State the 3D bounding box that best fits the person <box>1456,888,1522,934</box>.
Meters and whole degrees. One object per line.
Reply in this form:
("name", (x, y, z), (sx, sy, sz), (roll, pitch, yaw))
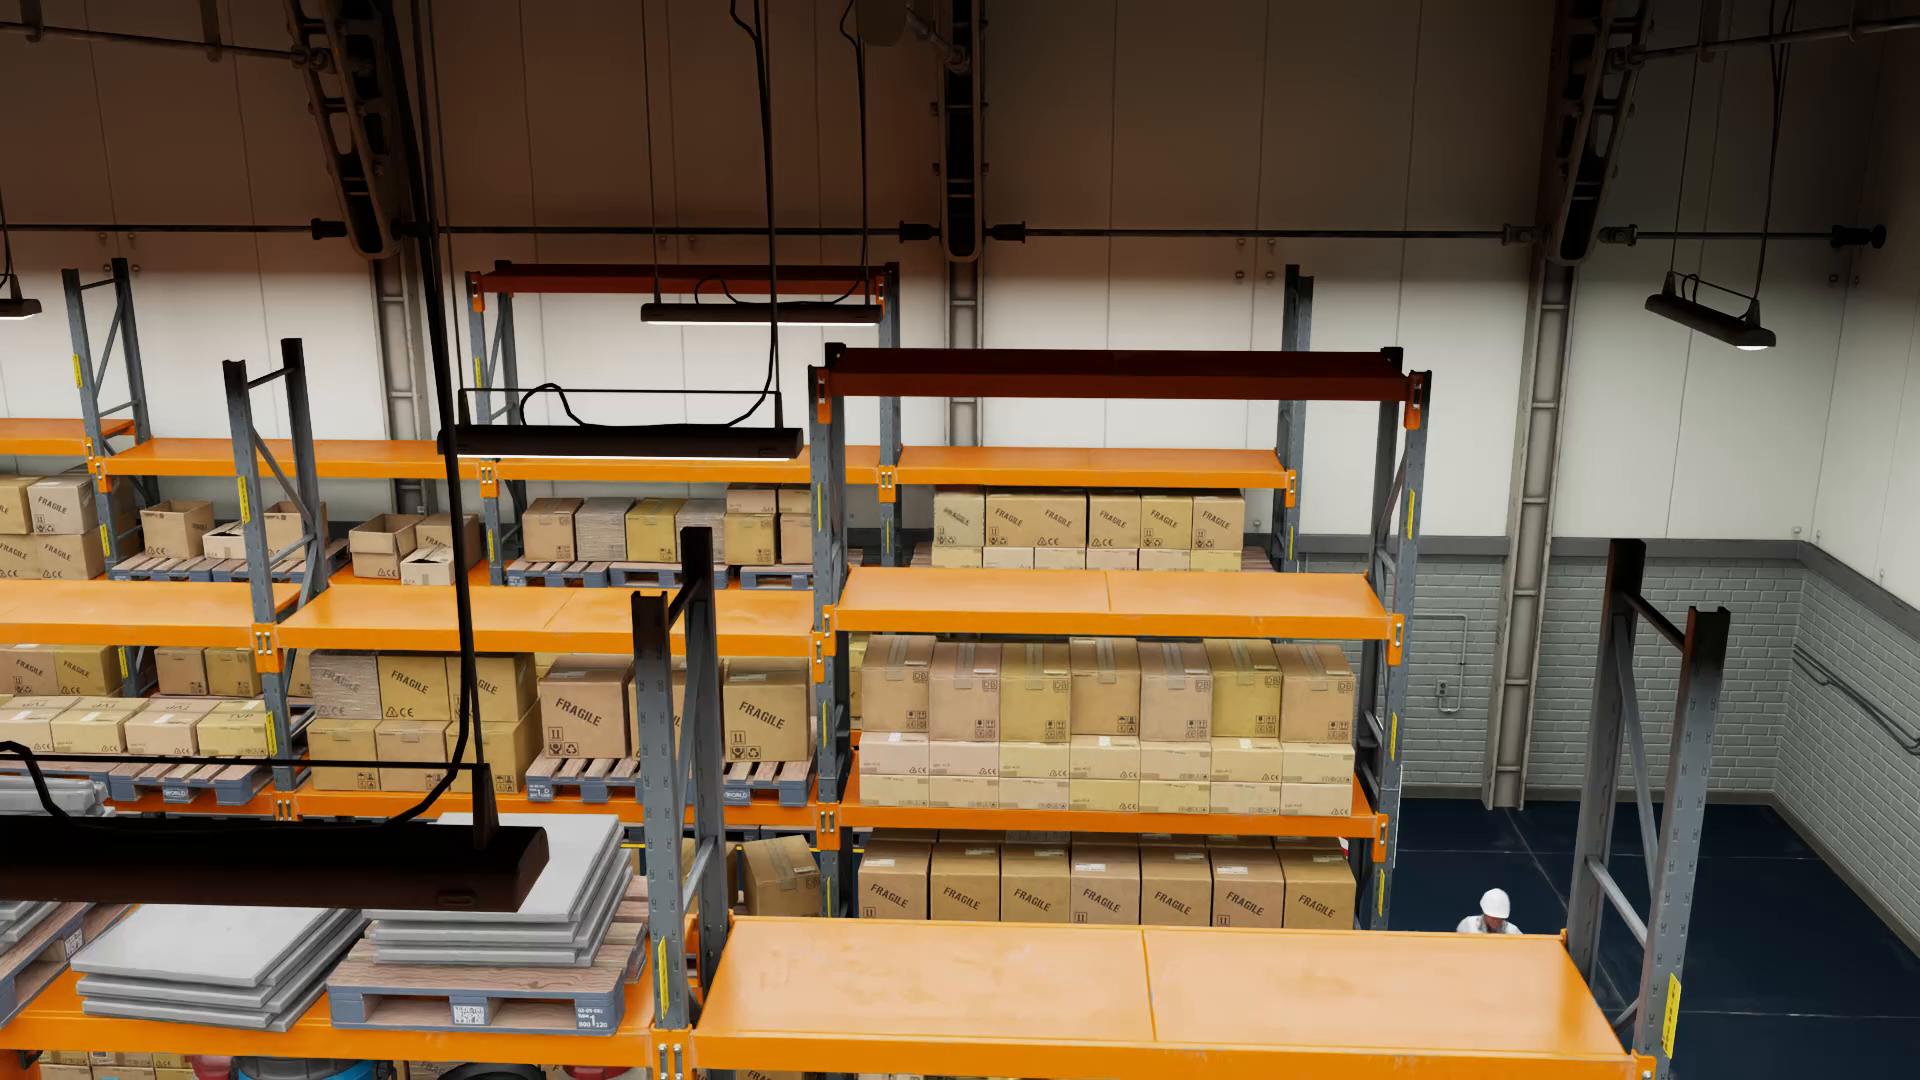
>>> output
("person", (4.171, 3.540, 13.201), (0.576, 1.766, 0.619), (6, 17, 19))
